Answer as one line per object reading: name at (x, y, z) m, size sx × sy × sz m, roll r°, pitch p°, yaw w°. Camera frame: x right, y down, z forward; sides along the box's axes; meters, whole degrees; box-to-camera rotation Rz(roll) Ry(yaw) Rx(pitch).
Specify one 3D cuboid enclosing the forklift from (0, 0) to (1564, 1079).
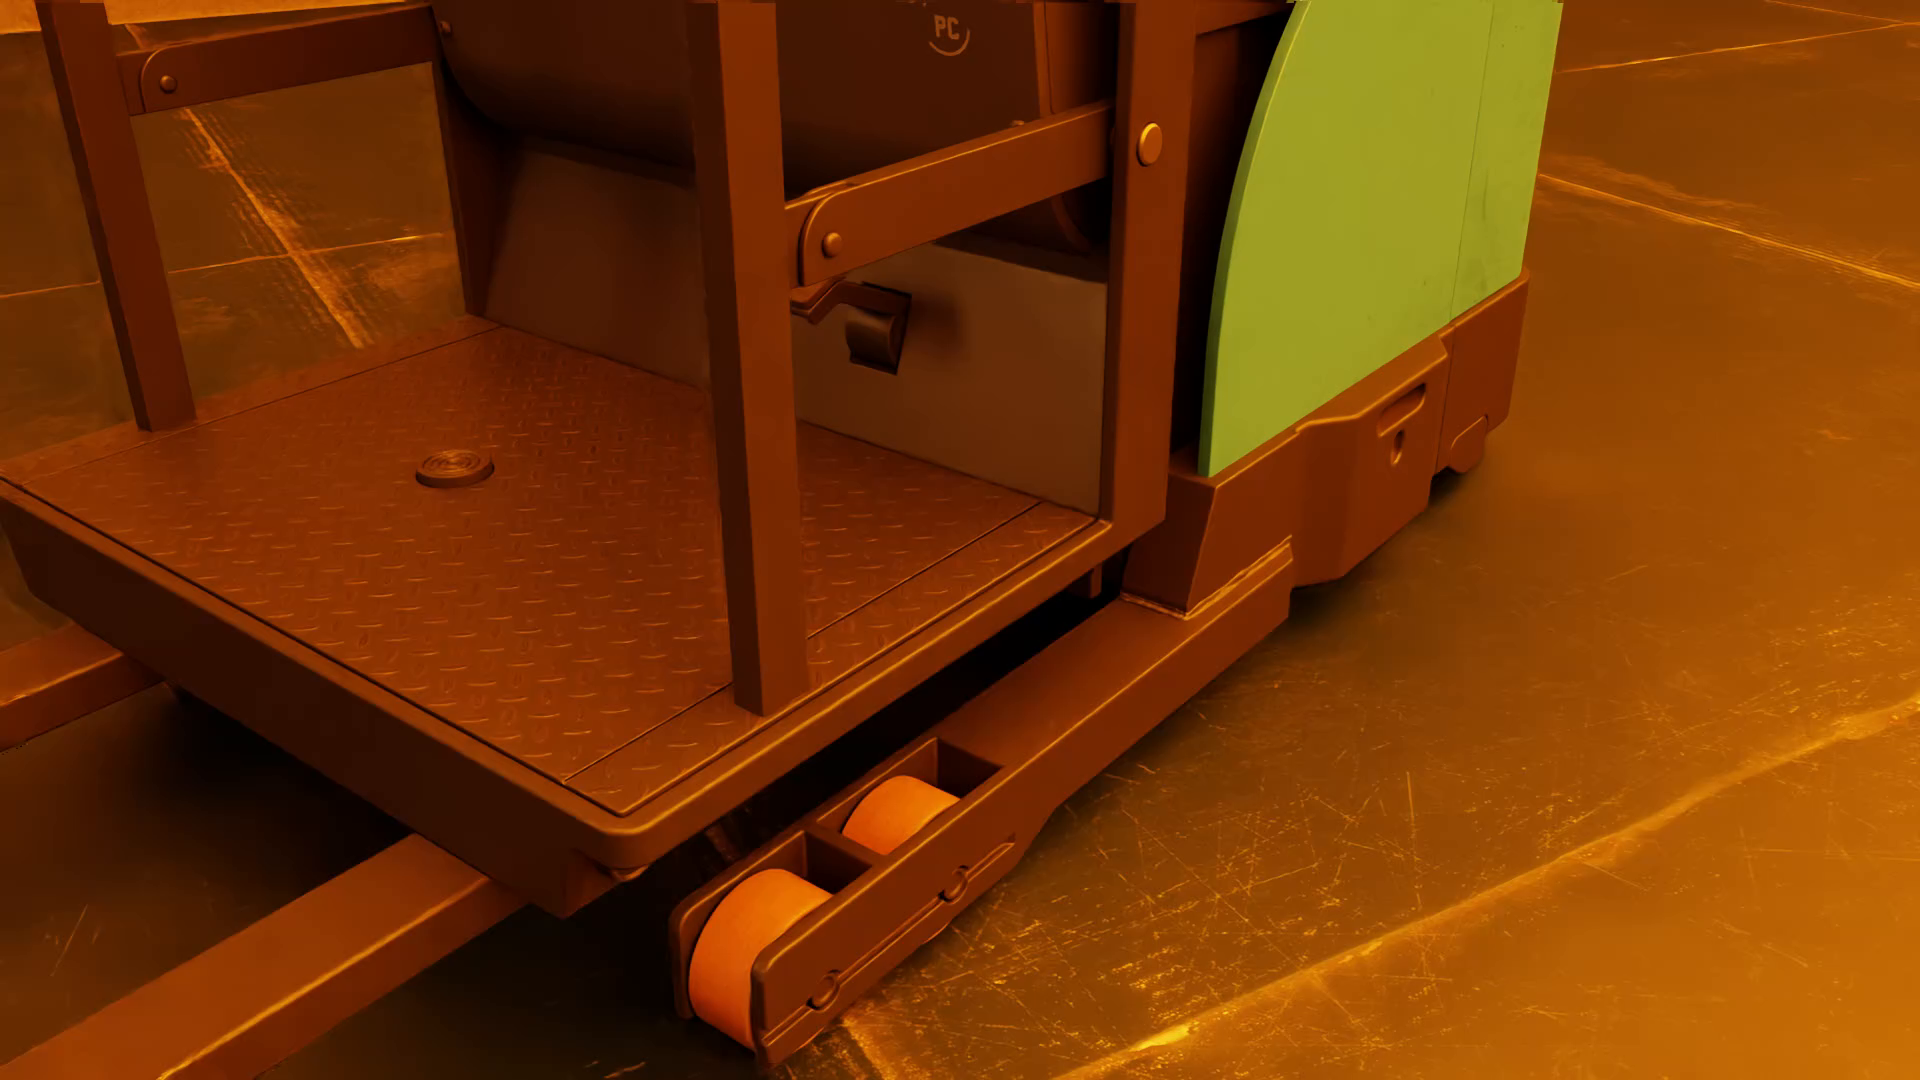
forklift at (-0.390, -1.081, 1.392) m, size 1.130 × 2.935 × 3.031 m, roll 19°, pitch 33°, yaw 33°
